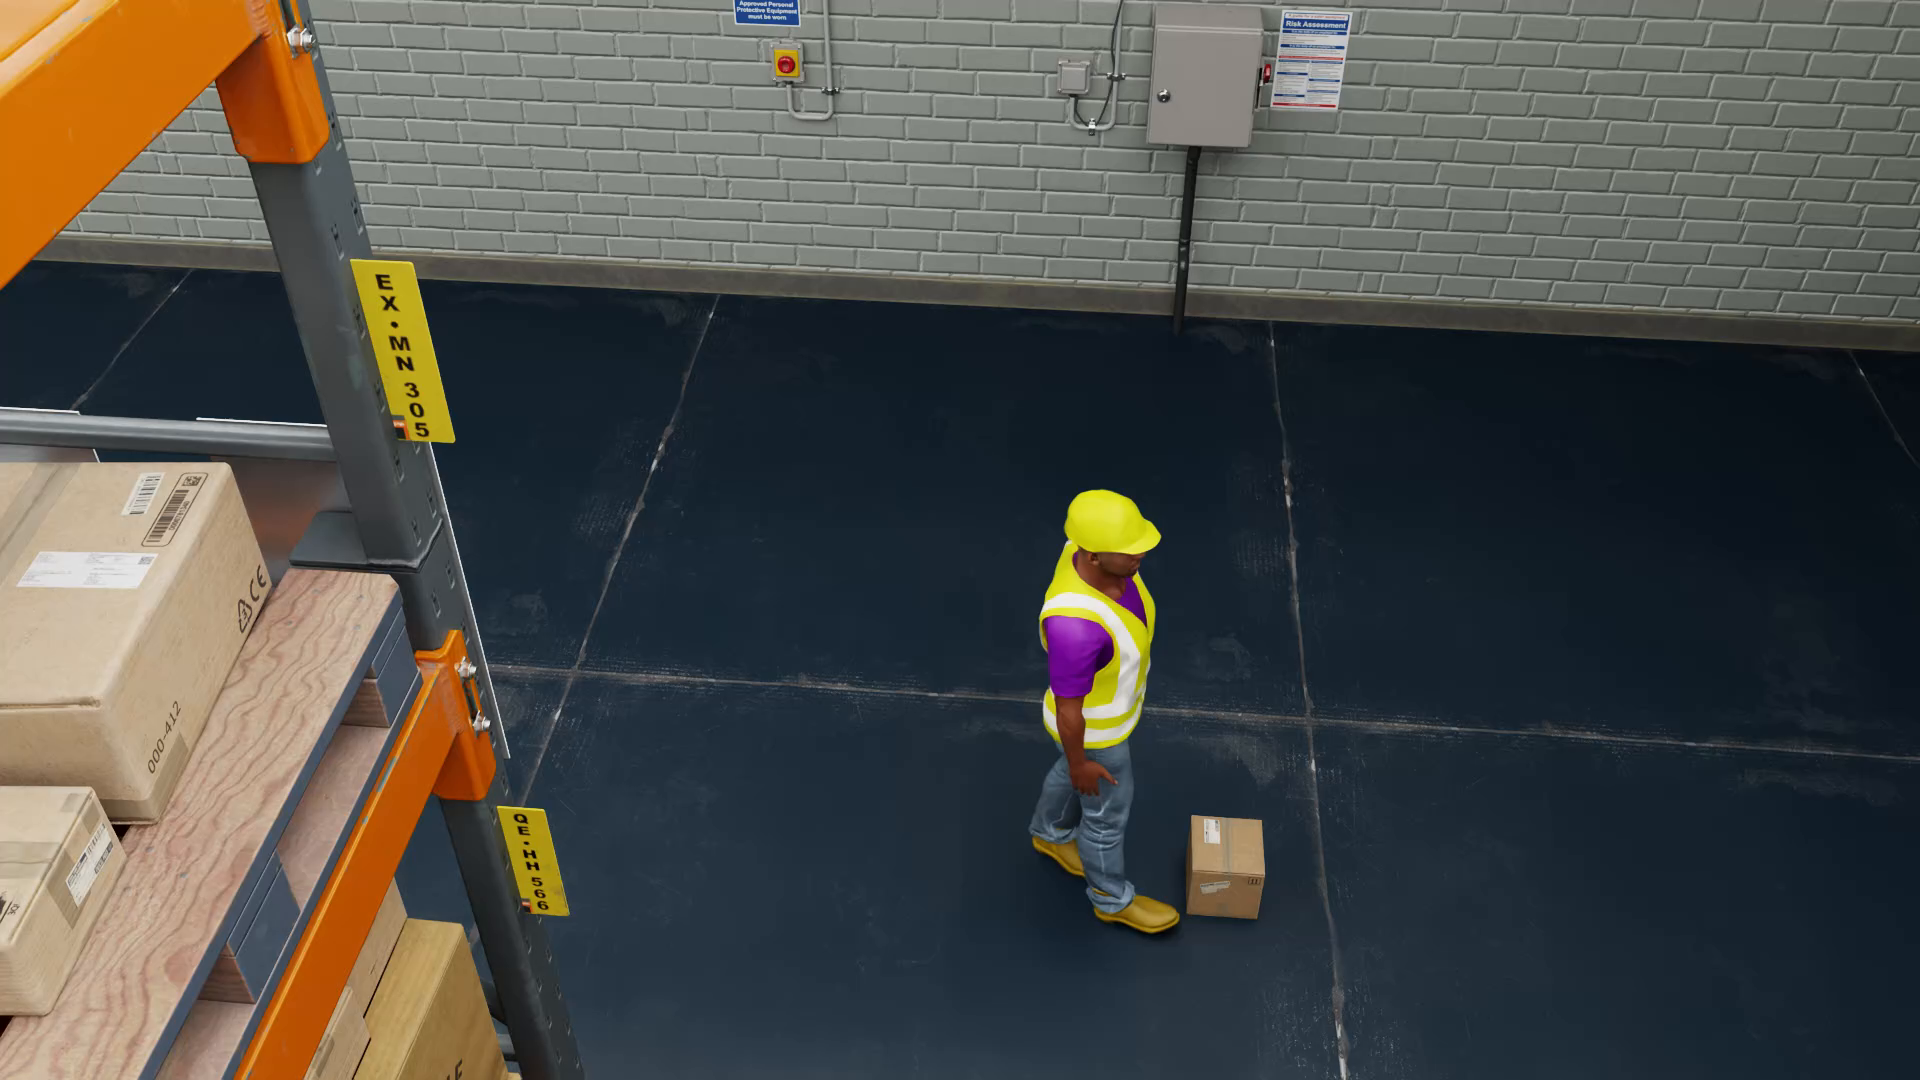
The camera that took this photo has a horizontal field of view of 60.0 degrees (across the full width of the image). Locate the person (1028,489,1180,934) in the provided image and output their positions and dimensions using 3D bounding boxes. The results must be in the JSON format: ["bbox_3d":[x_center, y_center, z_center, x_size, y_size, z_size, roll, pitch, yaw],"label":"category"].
[{"bbox_3d":[0.512,0.566,5.452,0.602,1.767,0.581,10,41,12],"label":"person"}]
